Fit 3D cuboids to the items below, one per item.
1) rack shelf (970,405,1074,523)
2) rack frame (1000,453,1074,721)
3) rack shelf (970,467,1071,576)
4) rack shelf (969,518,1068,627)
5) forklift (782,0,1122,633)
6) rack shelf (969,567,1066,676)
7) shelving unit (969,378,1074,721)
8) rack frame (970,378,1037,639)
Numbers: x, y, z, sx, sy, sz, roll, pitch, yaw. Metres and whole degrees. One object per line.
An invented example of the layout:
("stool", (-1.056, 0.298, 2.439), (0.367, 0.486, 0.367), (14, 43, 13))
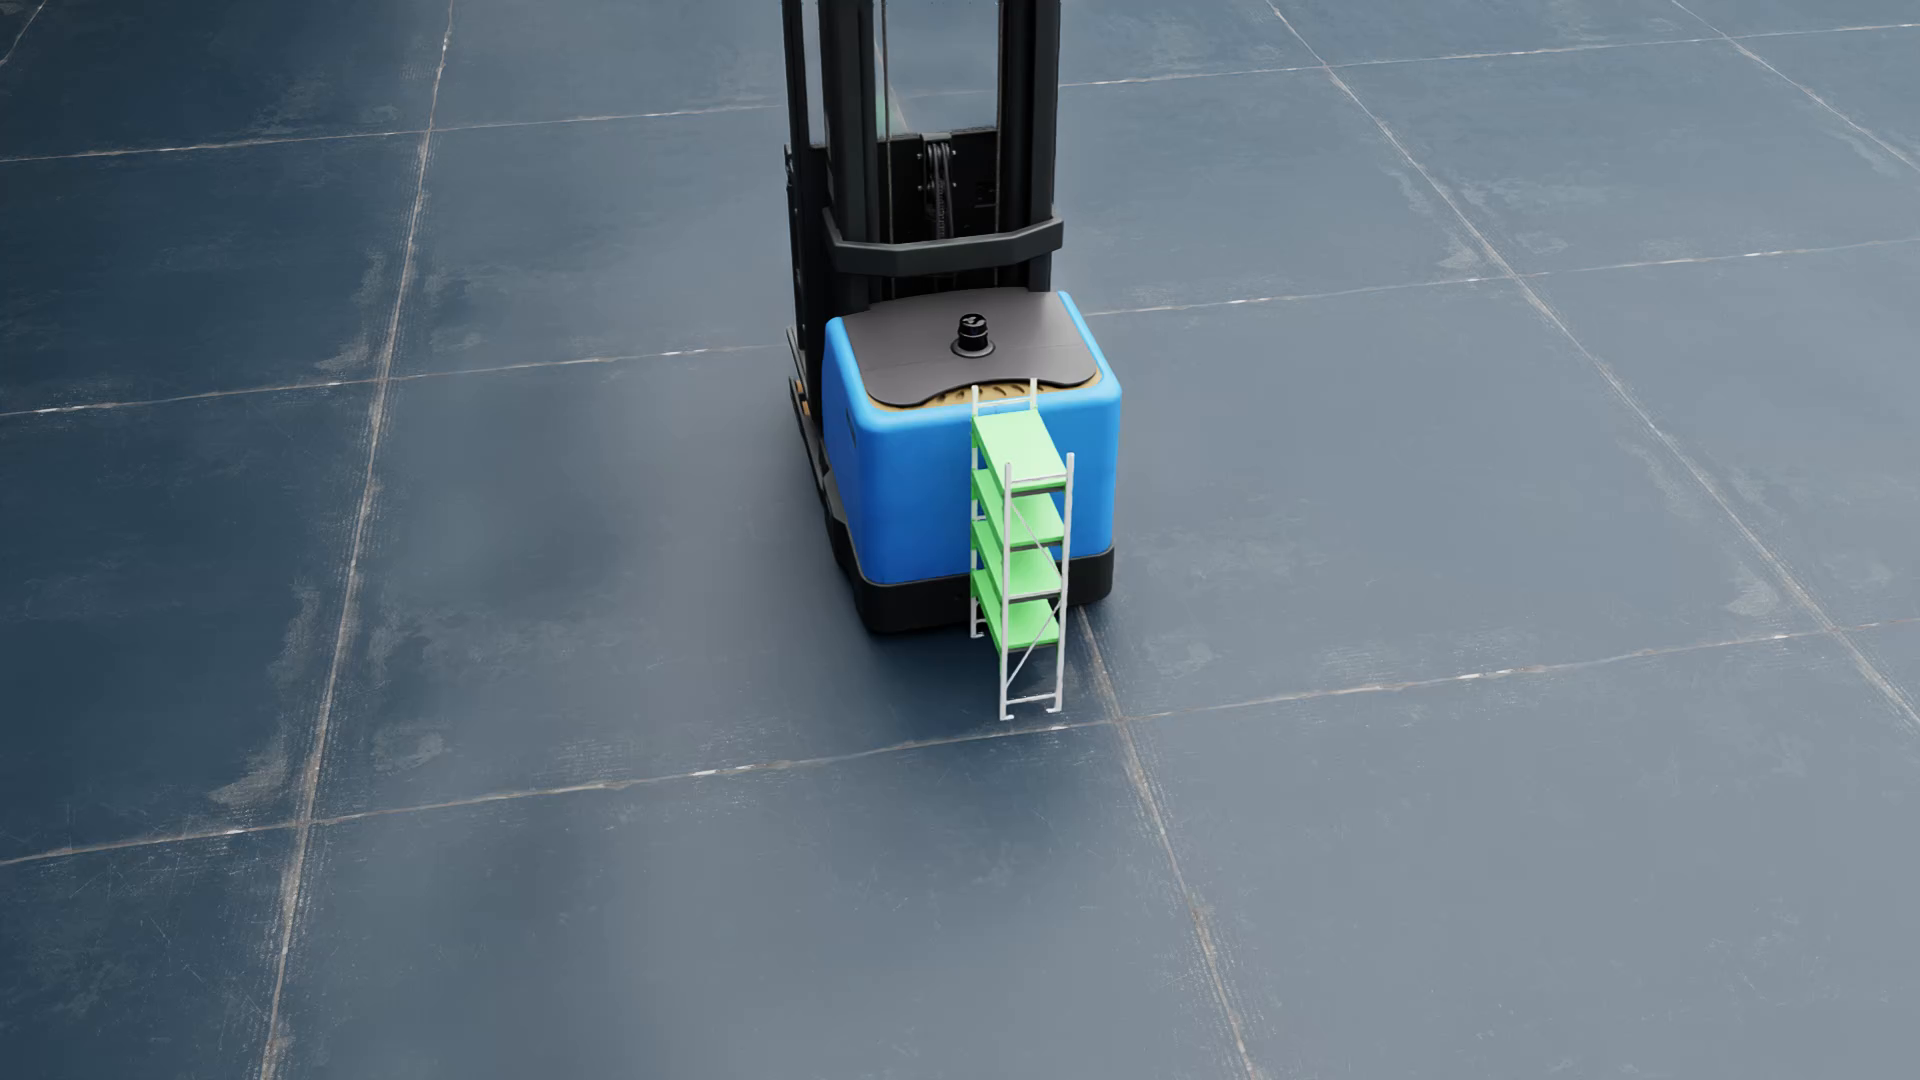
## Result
("rack shelf", (0.216, -0.277, 5.950), (0.258, 0.148, 0.480), (-8, 39, -10))
("rack frame", (0.270, 0.197, 6.018), (0.240, 1.200, 0.015), (-8, 39, -10))
("rack shelf", (0.216, -0.088, 6.098), (0.258, 0.148, 0.480), (-8, 39, -10))
("rack shelf", (0.216, 0.102, 6.245), (0.258, 0.148, 0.480), (-8, 39, -10))
("forklift", (-0.201, -1.694, 7.041), (1.130, 2.935, 3.031), (-8, 39, -10))
("rack shelf", (0.216, 0.291, 6.392), (0.258, 0.148, 0.480), (-8, 39, -10))
("shelving unit", (0.216, 0.051, 6.206), (0.258, 1.200, 0.503), (-8, 39, -10))
("rack frame", (0.161, -0.094, 6.394), (0.240, 1.200, 0.015), (-8, 39, -10))
